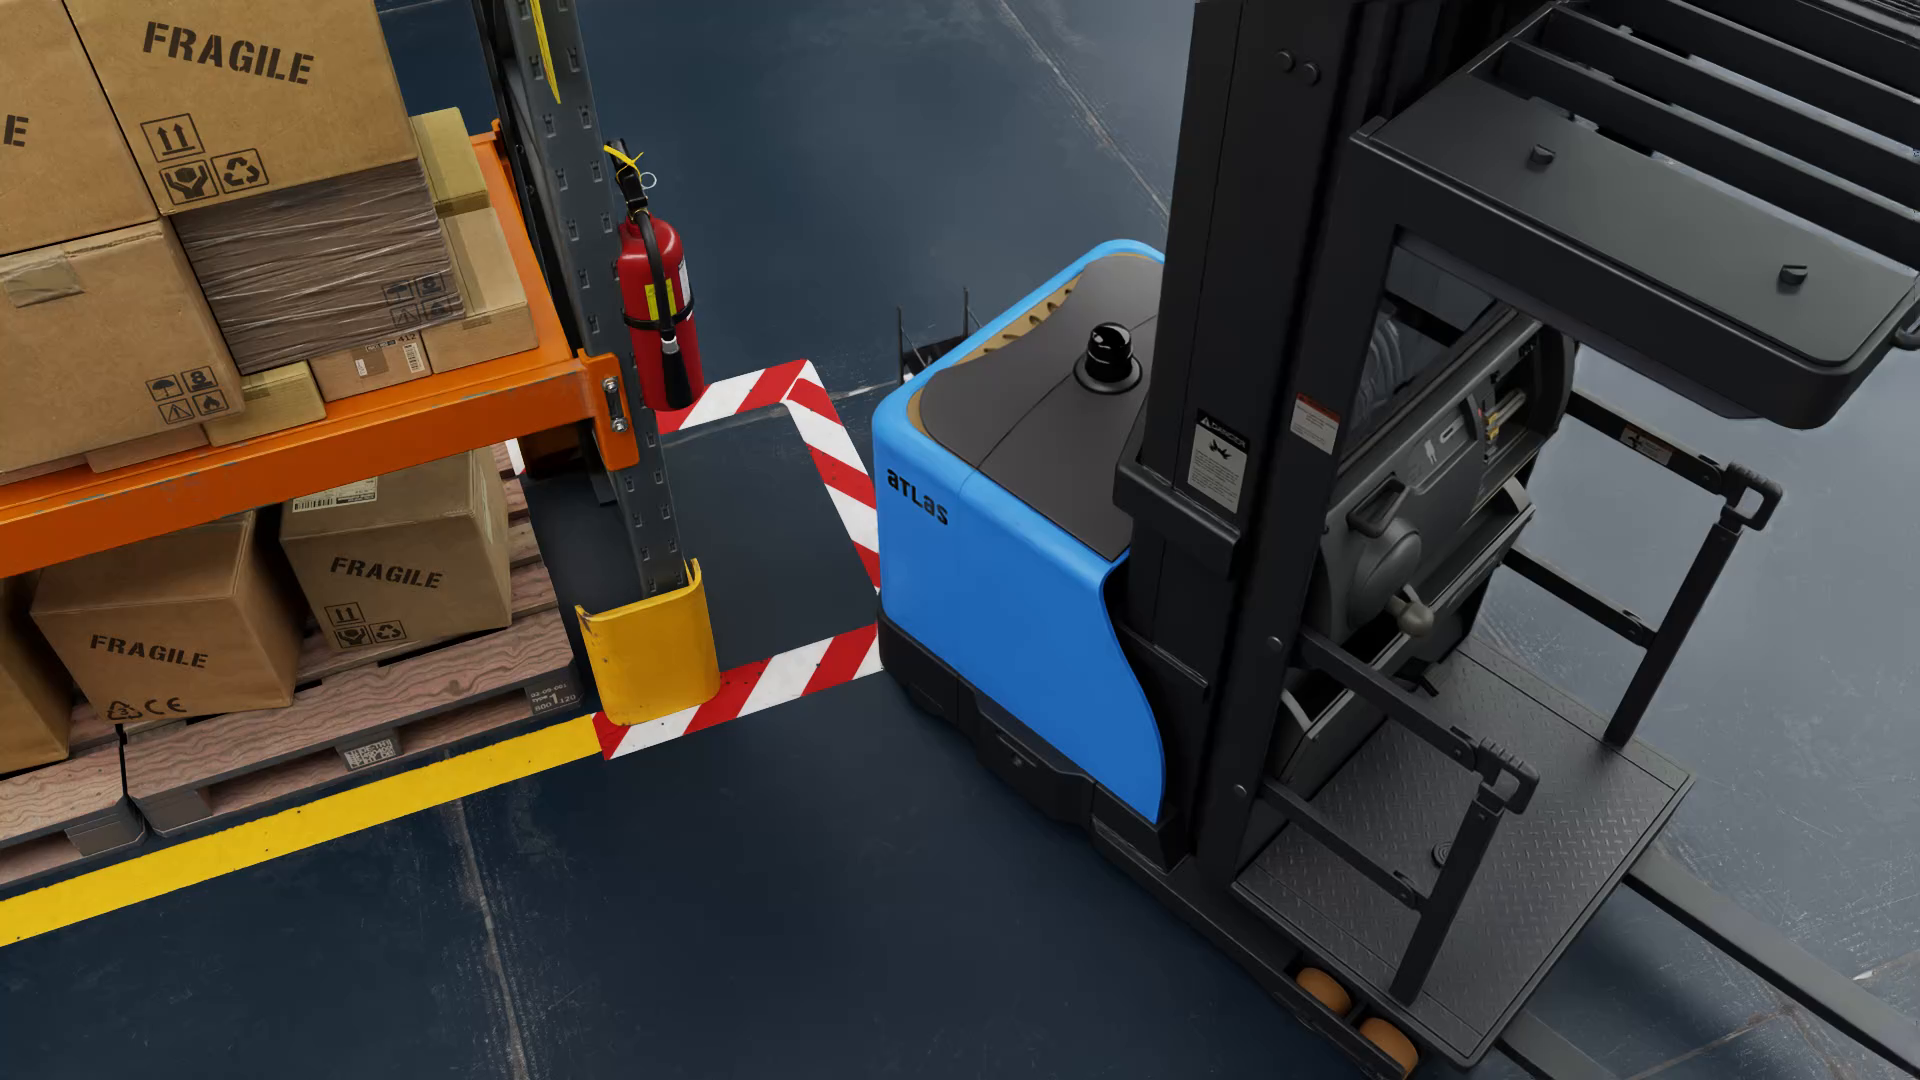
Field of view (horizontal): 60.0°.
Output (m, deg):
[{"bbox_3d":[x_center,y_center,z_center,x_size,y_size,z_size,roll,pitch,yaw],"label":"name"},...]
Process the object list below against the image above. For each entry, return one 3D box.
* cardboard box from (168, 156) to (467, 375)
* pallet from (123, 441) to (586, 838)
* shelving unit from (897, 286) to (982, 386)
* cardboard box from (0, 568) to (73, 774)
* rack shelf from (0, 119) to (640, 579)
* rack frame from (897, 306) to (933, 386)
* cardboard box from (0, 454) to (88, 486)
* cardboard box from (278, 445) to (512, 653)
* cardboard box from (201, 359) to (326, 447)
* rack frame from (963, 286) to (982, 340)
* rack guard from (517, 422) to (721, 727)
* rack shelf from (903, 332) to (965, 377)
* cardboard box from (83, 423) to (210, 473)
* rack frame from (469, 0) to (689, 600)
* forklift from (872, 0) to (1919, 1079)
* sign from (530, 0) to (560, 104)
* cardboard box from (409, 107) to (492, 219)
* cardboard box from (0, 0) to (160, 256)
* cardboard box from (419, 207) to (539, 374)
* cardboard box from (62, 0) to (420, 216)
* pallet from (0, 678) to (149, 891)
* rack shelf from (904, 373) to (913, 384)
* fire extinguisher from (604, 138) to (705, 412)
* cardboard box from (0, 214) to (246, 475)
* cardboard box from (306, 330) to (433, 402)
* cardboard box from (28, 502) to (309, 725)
[{"bbox_3d":[-1.511,-0.897,3.781,0.500,0.500,0.875,-17,52,-14],"label":"cardboard box"},{"bbox_3d":[-1.827,0.232,4.911,1.213,0.211,1.003,-17,52,-14],"label":"pallet"},{"bbox_3d":[-0.032,-0.305,4.919,0.210,0.900,0.258,-19,52,-15],"label":"shelving unit"},{"bbox_3d":[-2.703,0.301,4.385,0.500,0.500,0.500,-13,51,-11],"label":"cardboard box"},{"bbox_3d":[-2.843,-0.098,3.831,4.000,0.370,1.077,-17,52,-14],"label":"rack shelf"},{"bbox_3d":[-0.125,-0.274,4.892,0.006,0.900,0.240,-19,52,-15],"label":"rack frame"},{"bbox_3d":[-2.105,-0.315,3.709,0.250,0.149,0.380,-17,52,-14],"label":"cardboard box"},{"bbox_3d":[-1.576,-0.061,4.696,0.500,0.500,0.500,-9,50,-7],"label":"cardboard box"},{"bbox_3d":[-1.621,-0.418,3.798,0.250,0.149,0.380,-17,52,-14],"label":"cardboard box"},{"bbox_3d":[0.061,-0.337,4.946,0.006,0.900,0.240,-19,52,-15],"label":"rack frame"},{"bbox_3d":[-1.062,-0.070,4.980,0.348,0.500,1.175,-17,52,-14],"label":"rack guard"},{"bbox_3d":[-0.032,-0.460,4.740,0.200,0.077,0.258,-19,52,-15],"label":"rack shelf"},{"bbox_3d":[-1.858,-0.357,3.745,0.250,0.149,0.380,-17,52,-14],"label":"cardboard box"},{"bbox_3d":[-0.992,-0.906,4.051,0.127,3.000,1.000,-17,52,-14],"label":"rack frame"},{"bbox_3d":[1.177,-0.072,3.379,3.031,2.935,1.130,36,58,27],"label":"forklift"},{"bbox_3d":[-0.800,-0.991,3.152,0.005,0.325,0.100,-17,52,-14],"label":"sign"},{"bbox_3d":[-1.346,-0.910,4.220,0.250,0.149,0.380,-17,52,-14],"label":"cardboard box"},{"bbox_3d":[-1.868,-0.883,3.110,0.500,0.500,0.500,-17,52,-14],"label":"cardboard box"},{"bbox_3d":[-1.177,-0.597,3.951,0.250,0.149,0.380,-17,52,-14],"label":"cardboard box"},{"bbox_3d":[-1.407,-1.030,3.236,0.500,0.500,0.500,-17,52,-14],"label":"cardboard box"},{"bbox_3d":[-2.955,0.579,4.613,1.213,0.211,1.003,-17,52,-14],"label":"pallet"},{"bbox_3d":[-0.032,-0.401,4.808,0.200,0.077,0.258,-19,52,-15],"label":"rack shelf"},{"bbox_3d":[-0.711,-0.590,3.830,0.183,0.674,0.296,-17,52,-14],"label":"fire extinguisher"},{"bbox_3d":[-1.929,-0.669,3.586,0.500,0.500,0.875,-17,52,-14],"label":"cardboard box"},{"bbox_3d":[-1.409,-0.526,3.890,0.250,0.149,0.380,-17,52,-14],"label":"cardboard box"},{"bbox_3d":[-2.116,0.134,4.528,0.500,0.500,0.500,-5,50,-5],"label":"cardboard box"}]
